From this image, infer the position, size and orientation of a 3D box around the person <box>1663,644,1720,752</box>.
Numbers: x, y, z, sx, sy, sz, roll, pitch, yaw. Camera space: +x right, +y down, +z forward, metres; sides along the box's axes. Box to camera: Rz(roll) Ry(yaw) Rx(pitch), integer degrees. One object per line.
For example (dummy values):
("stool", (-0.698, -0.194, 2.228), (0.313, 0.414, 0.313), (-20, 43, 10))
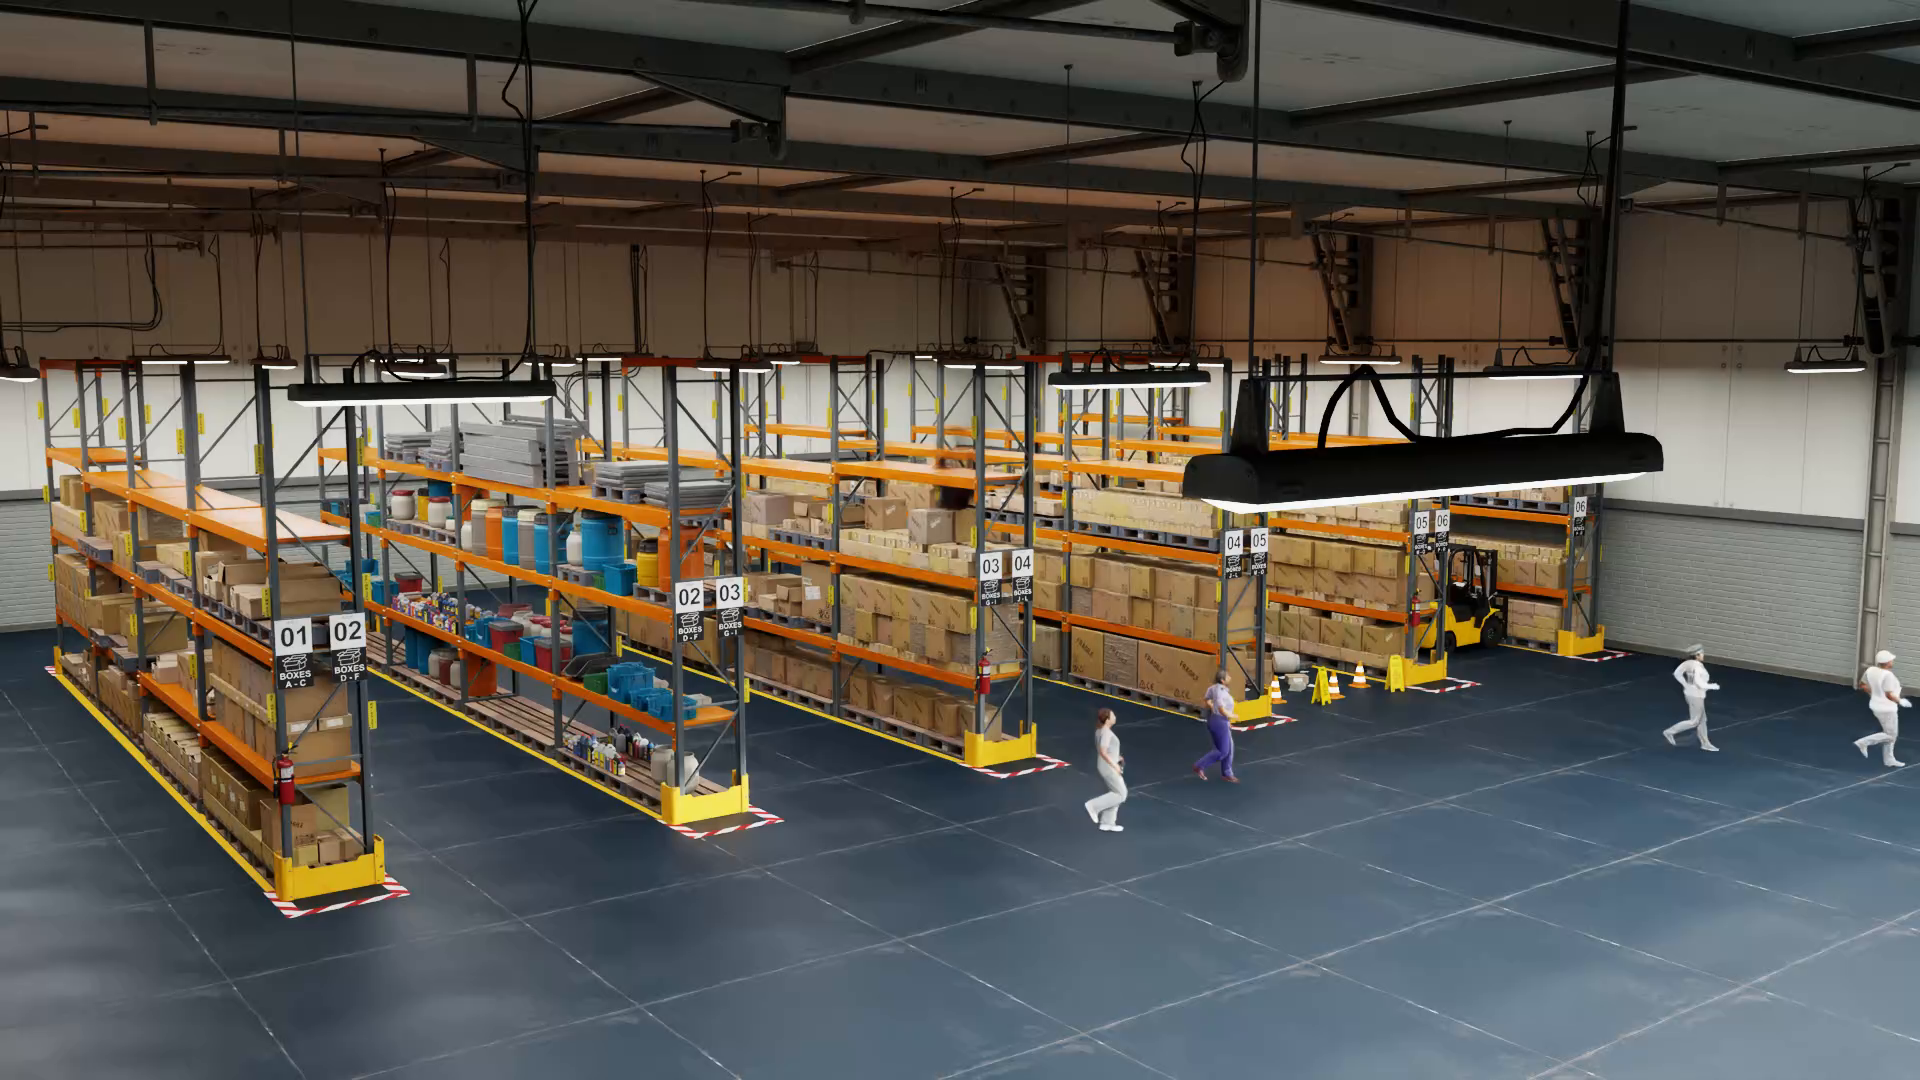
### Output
("person", (11.265, 2.427, 25.553), (0.901, 1.693, 0.616), (0, 7, 4))

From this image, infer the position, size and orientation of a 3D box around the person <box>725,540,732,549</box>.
("person", (-5.921, 0.605, 41.267), (0.518, 1.597, 0.735), (-7, 10, -44))

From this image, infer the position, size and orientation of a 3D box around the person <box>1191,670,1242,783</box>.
("person", (3.678, 2.679, 23.810), (0.770, 1.657, 0.631), (-1, 7, -4))

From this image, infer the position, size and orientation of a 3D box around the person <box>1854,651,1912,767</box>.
("person", (13.669, 2.506, 24.680), (0.808, 1.752, 0.678), (0, 7, 1))

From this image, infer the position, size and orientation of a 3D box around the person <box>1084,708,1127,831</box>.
("person", (1.869, 2.964, 21.470), (0.568, 1.628, 0.571), (-1, 7, -9))
